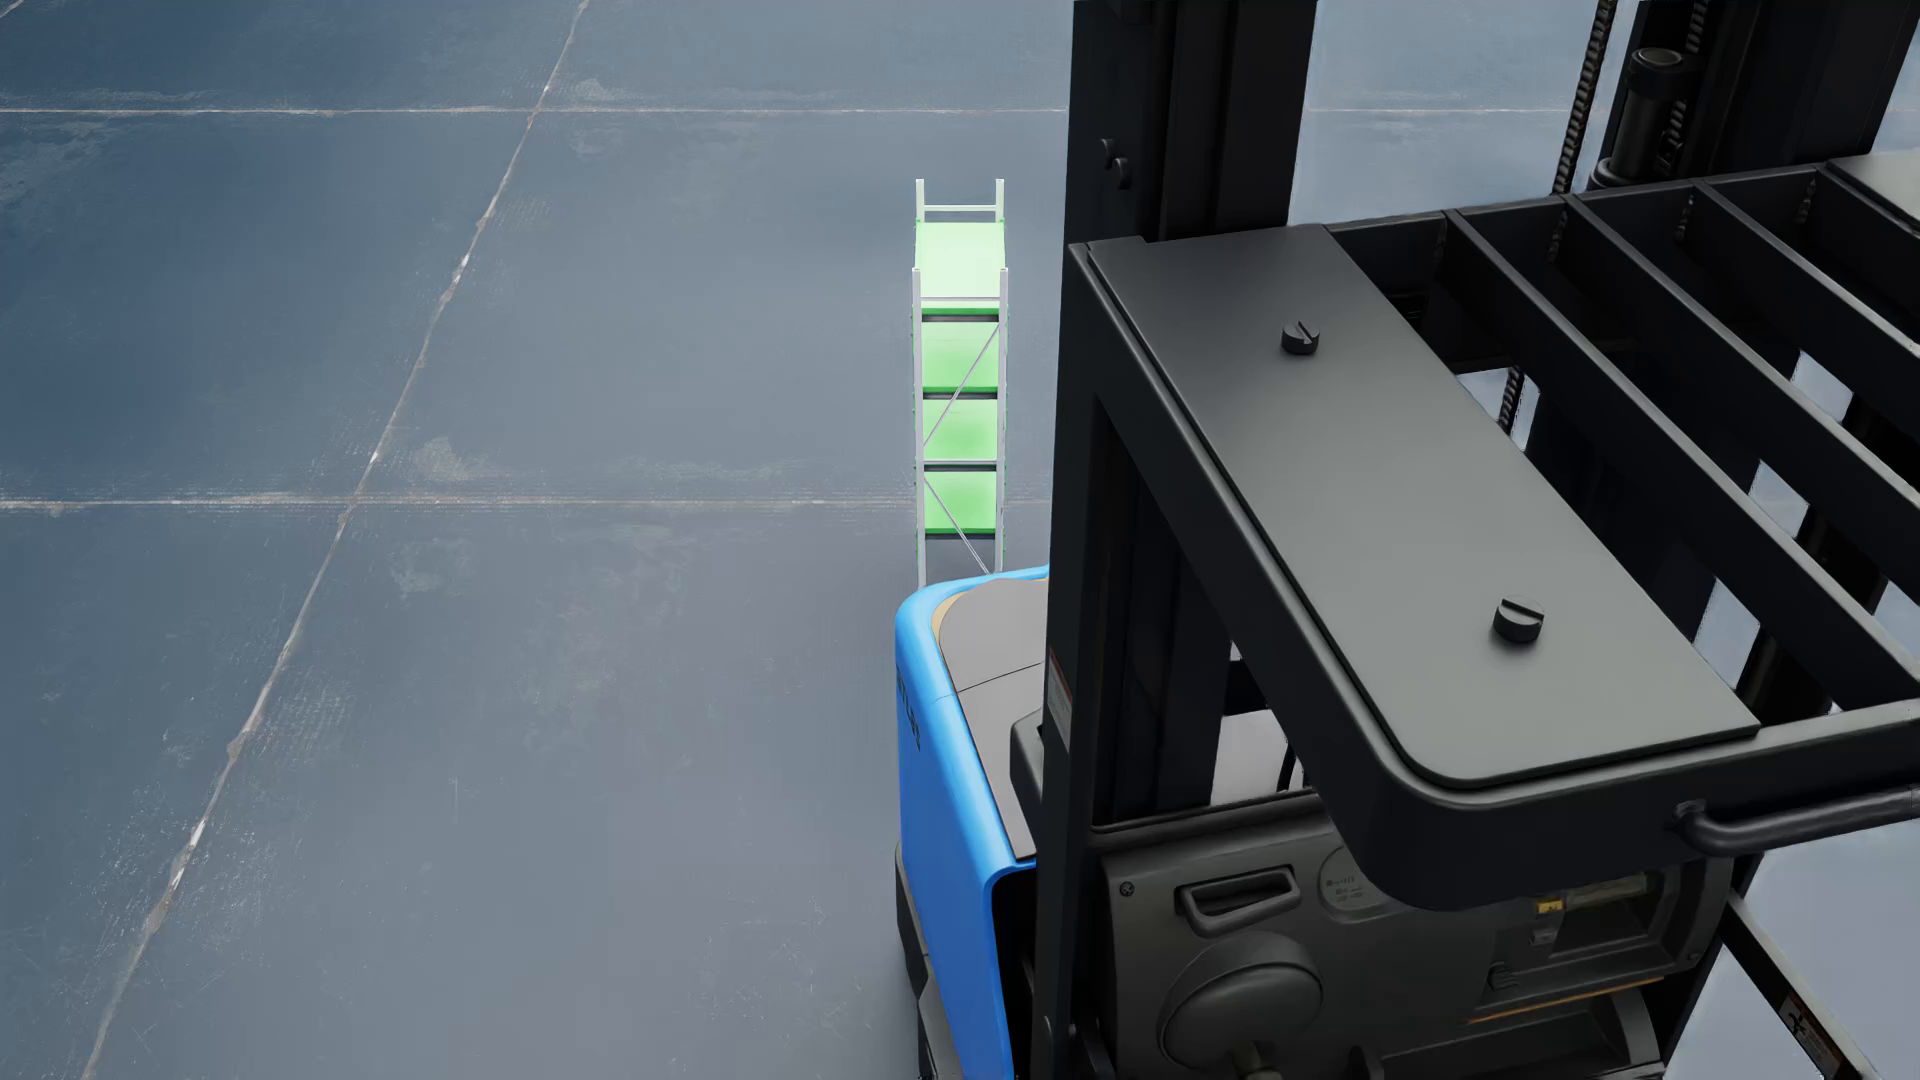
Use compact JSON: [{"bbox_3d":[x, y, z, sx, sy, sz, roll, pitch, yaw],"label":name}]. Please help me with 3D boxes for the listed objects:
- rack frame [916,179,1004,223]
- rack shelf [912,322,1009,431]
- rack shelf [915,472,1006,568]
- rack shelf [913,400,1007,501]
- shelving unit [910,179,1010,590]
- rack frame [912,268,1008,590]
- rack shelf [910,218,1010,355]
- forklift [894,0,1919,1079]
[{"bbox_3d":[0.000,-0.517,4.936,0.240,1.200,0.015,0,39,0],"label":"rack frame"},{"bbox_3d":[0.000,-0.502,4.635,0.258,0.148,0.480,0,39,0],"label":"rack shelf"},{"bbox_3d":[0.000,-0.128,4.936,0.258,0.148,0.480,0,39,0],"label":"rack shelf"},{"bbox_3d":[0.000,-0.315,4.786,0.258,0.148,0.480,0,39,0],"label":"rack shelf"},{"bbox_3d":[0.000,-0.365,4.746,0.258,1.200,0.503,0,39,0],"label":"shelving unit"},{"bbox_3d":[0.000,-0.212,4.555,0.240,1.200,0.015,0,39,0],"label":"rack frame"},{"bbox_3d":[0.000,-0.689,4.485,0.258,0.148,0.480,0,39,0],"label":"rack shelf"},{"bbox_3d":[0.704,0.614,2.140,1.130,2.935,3.031,-9,40,-11],"label":"forklift"}]
